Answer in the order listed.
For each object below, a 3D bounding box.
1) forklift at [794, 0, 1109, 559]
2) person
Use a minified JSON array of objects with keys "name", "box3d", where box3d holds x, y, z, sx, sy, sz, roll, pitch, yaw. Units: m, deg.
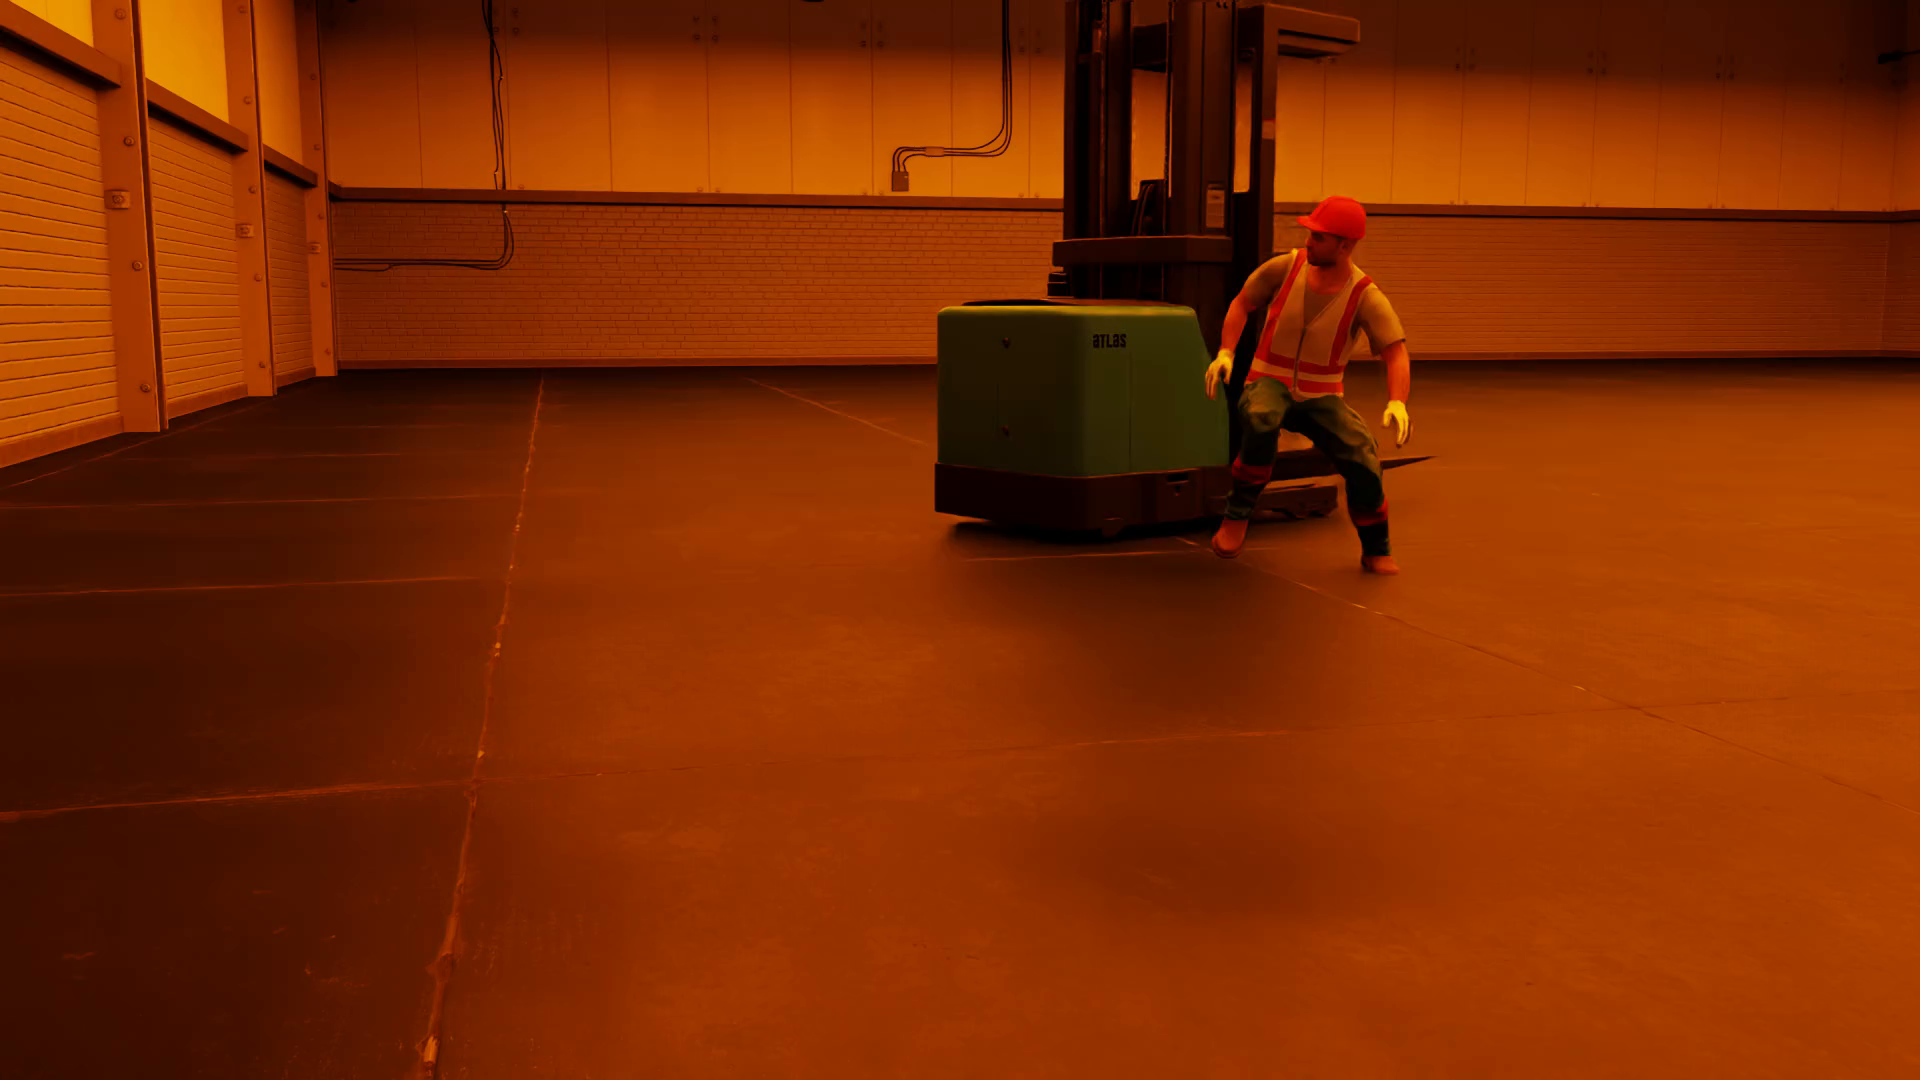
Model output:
[{"name":"forklift","box3d":[0.120,-1.535,8.100,1.130,2.935,3.031,2,8,12]},{"name":"person","box3d":[2.054,-0.695,6.276,0.612,1.777,0.454,4,9,29]}]
